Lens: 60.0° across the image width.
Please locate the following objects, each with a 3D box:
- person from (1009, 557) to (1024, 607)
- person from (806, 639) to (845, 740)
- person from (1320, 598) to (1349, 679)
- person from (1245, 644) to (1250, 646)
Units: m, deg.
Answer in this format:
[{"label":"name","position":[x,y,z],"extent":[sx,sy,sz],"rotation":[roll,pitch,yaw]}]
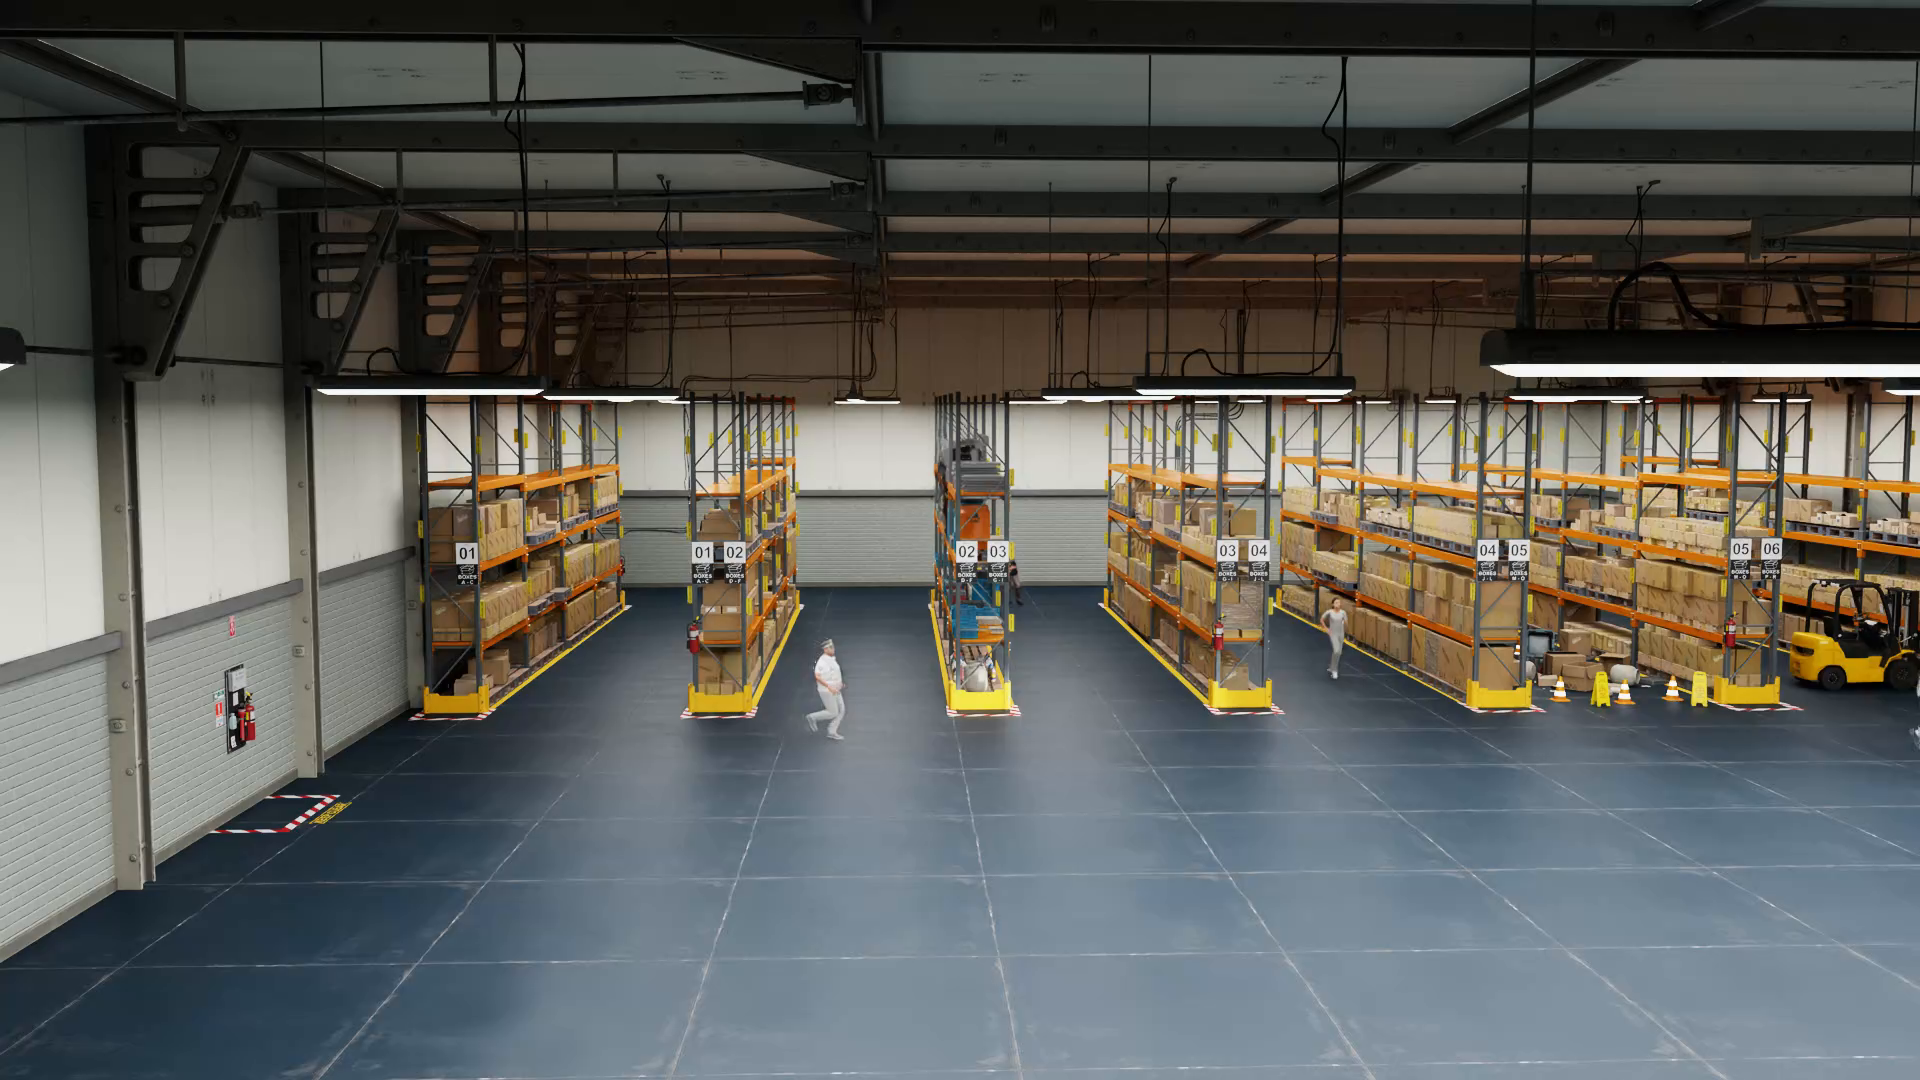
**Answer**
[{"label":"person","position":[1.417,1.041,47.739],"extent":[0.654,1.710,0.831],"rotation":[-3,5,-31]},{"label":"person","position":[-2.299,2.569,28.660],"extent":[0.644,1.748,0.669],"rotation":[1,5,16]},{"label":"person","position":[7.968,2.075,35.234],"extent":[0.545,1.695,0.682],"rotation":[-1,5,-15]},{"label":"person","position":[6.753,1.659,40.220],"extent":[0.604,1.688,0.893],"rotation":[-1,5,-8]}]
